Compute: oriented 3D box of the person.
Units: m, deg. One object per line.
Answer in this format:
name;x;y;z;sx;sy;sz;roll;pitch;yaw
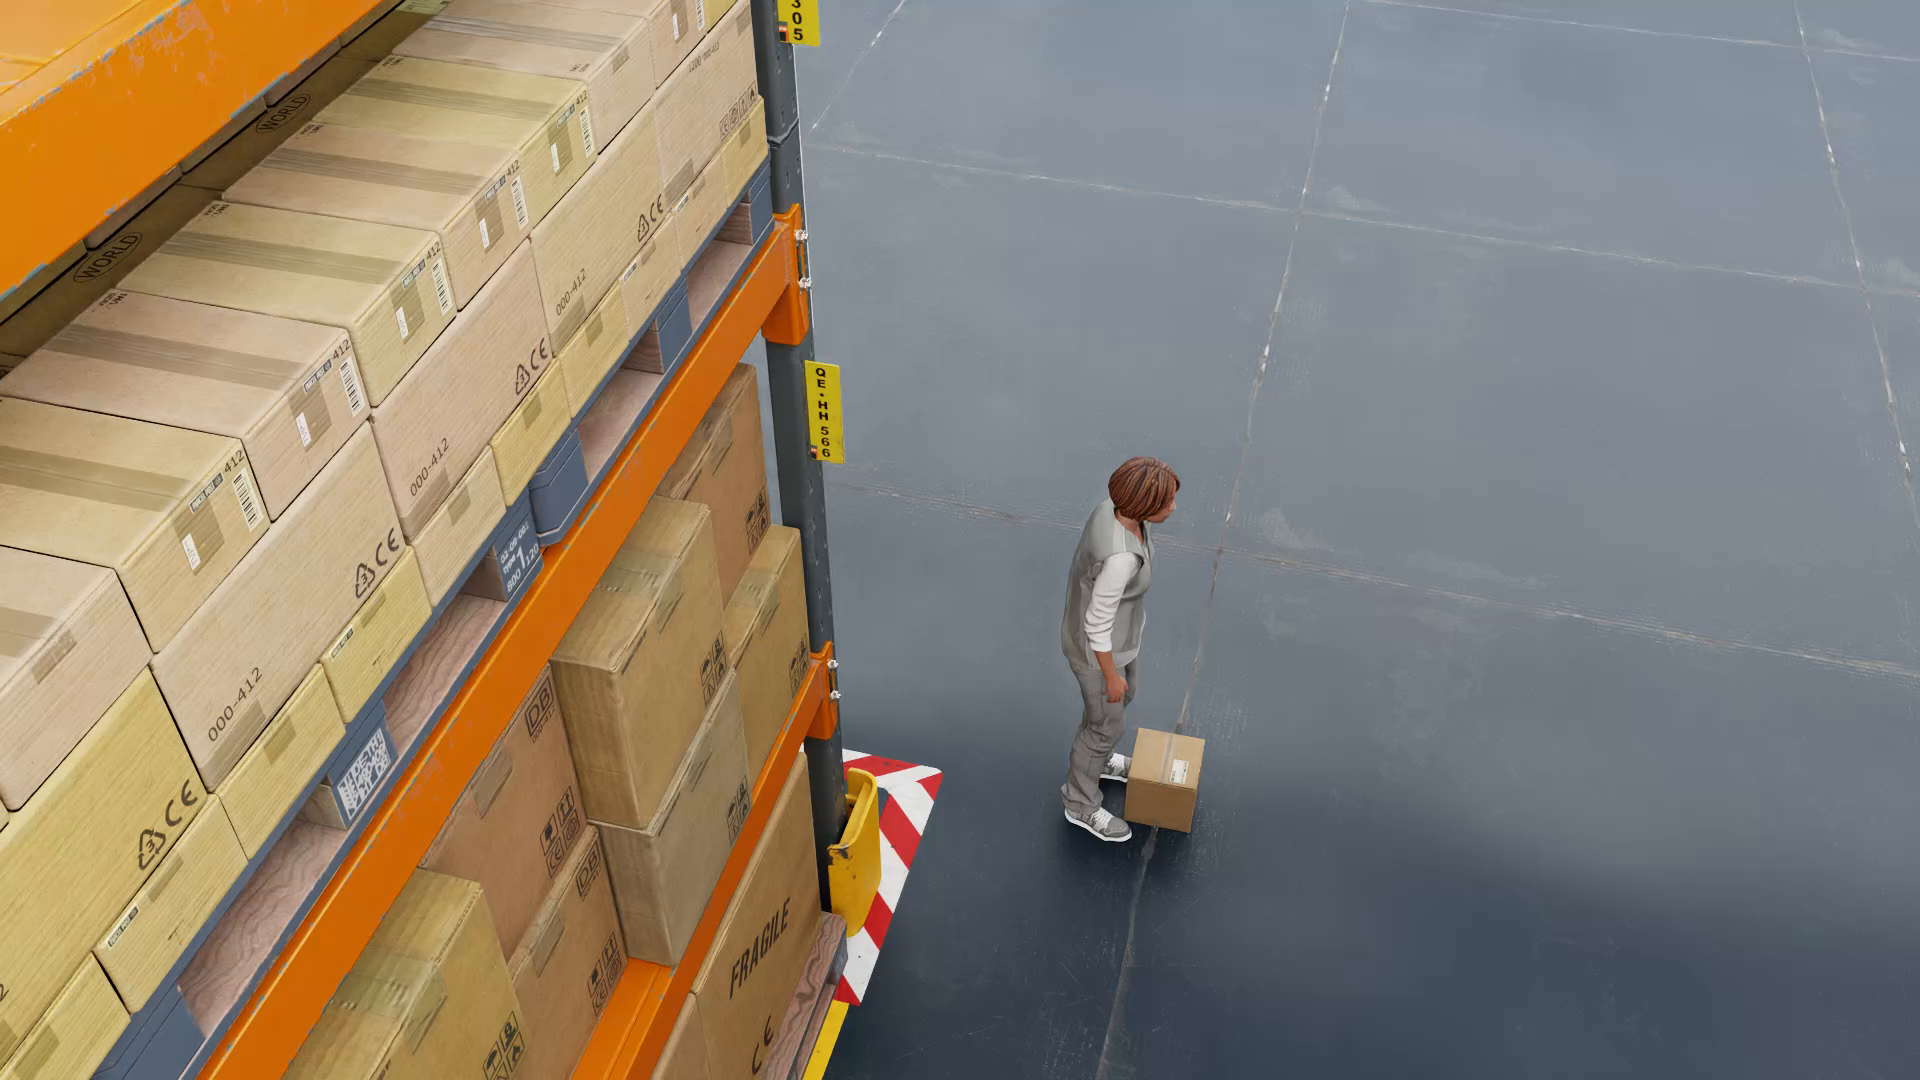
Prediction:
person;0.525;0.352;5.771;0.345;1.593;0.479;9;42;10
